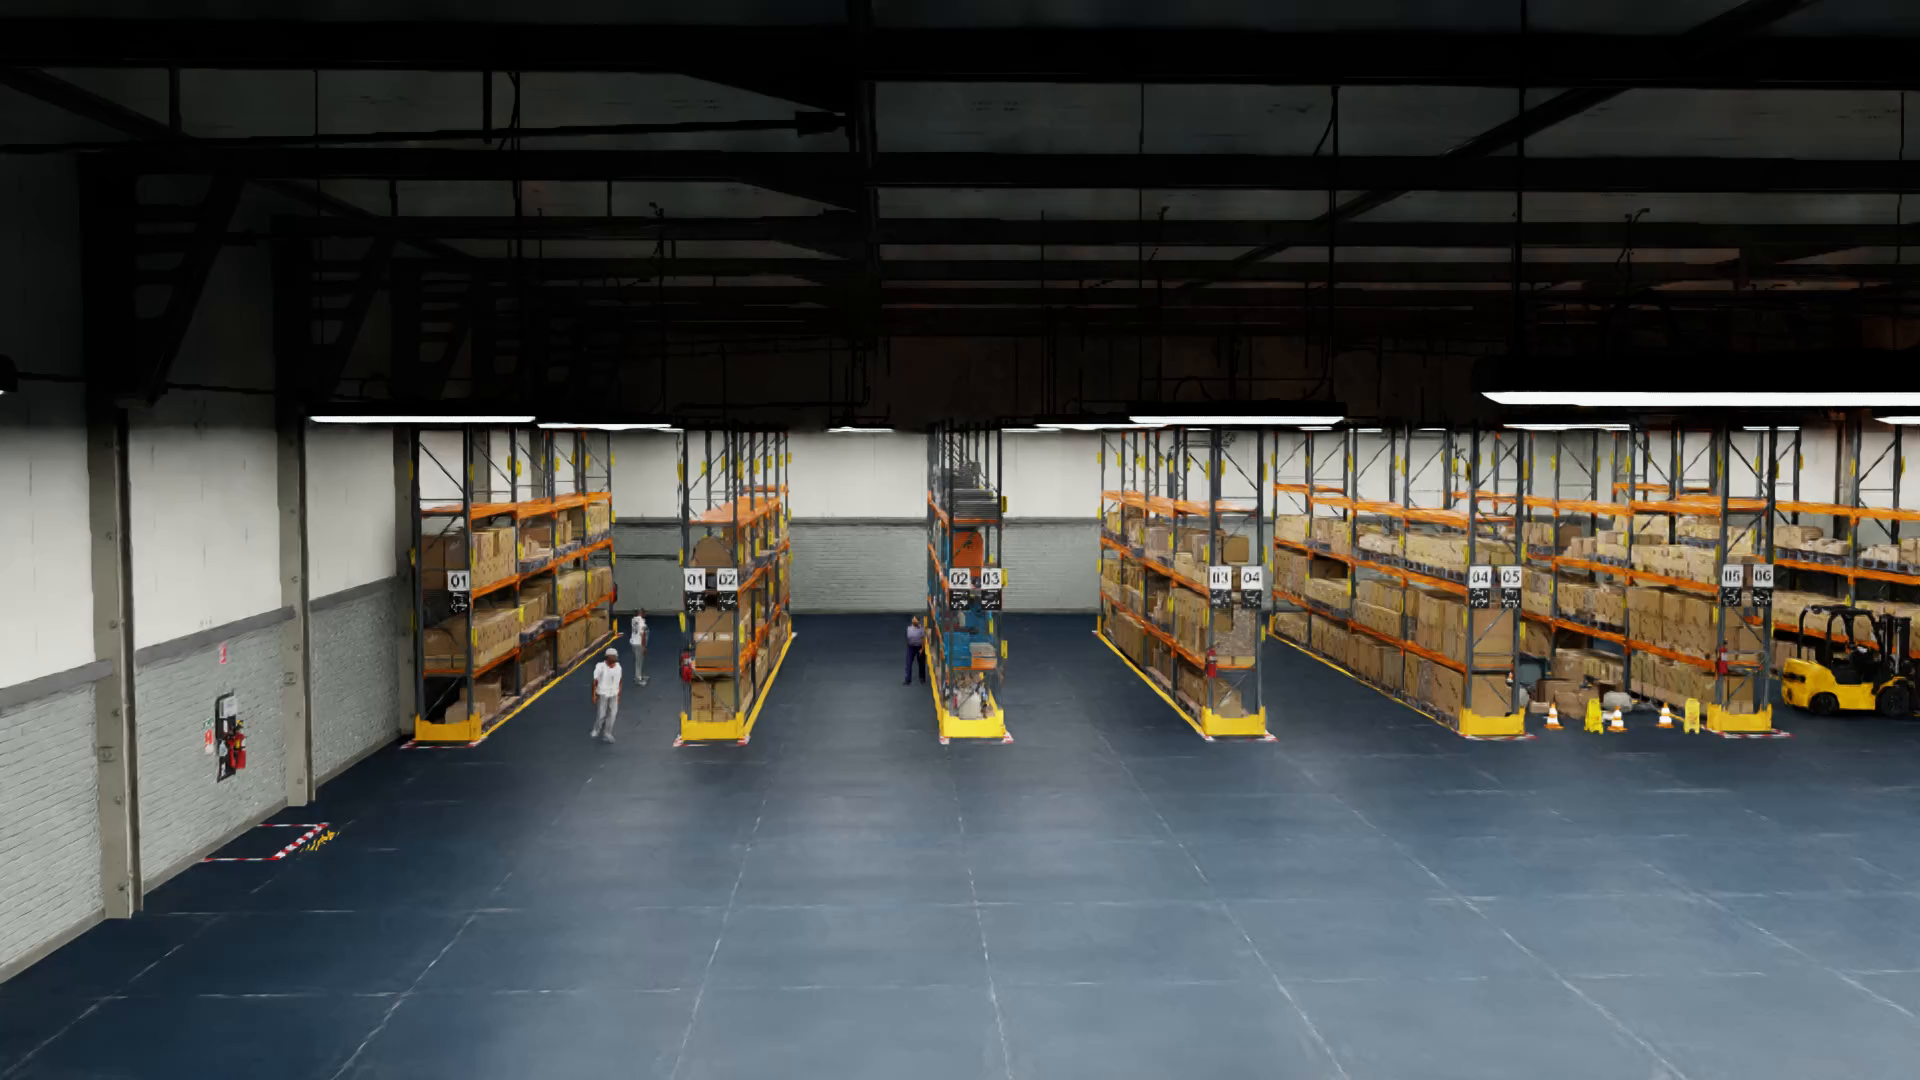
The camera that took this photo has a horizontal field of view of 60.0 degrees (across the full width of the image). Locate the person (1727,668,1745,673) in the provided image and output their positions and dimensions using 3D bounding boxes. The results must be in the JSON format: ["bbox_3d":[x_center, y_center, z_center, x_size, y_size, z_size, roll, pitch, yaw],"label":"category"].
[{"bbox_3d":[16.553,2.609,35.533,0.439,1.666,0.534,-3,4,-34],"label":"person"}]

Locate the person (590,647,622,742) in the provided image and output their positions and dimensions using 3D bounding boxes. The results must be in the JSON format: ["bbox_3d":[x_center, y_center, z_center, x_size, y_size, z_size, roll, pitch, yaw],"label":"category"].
[{"bbox_3d":[-6.587,2.867,30.965,0.612,1.756,0.577,-3,5,-38],"label":"person"}]

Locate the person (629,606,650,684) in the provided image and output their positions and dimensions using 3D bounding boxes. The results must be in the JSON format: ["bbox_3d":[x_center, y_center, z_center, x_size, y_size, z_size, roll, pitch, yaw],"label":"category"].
[{"bbox_3d":[-7.297,2.390,38.090,0.492,1.767,0.627,-2,4,-31],"label":"person"}]

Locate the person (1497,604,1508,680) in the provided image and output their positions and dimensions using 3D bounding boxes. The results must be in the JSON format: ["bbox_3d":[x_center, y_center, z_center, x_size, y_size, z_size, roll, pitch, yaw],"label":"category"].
[{"bbox_3d":[12.376,2.363,38.364,0.614,1.774,0.656,2,4,26],"label":"person"}]

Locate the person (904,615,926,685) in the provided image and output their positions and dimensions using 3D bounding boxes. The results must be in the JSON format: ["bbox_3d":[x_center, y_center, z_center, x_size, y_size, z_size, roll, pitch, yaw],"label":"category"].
[{"bbox_3d":[-0.996,2.488,37.927,0.479,1.577,0.985,0,4,7],"label":"person"}]
